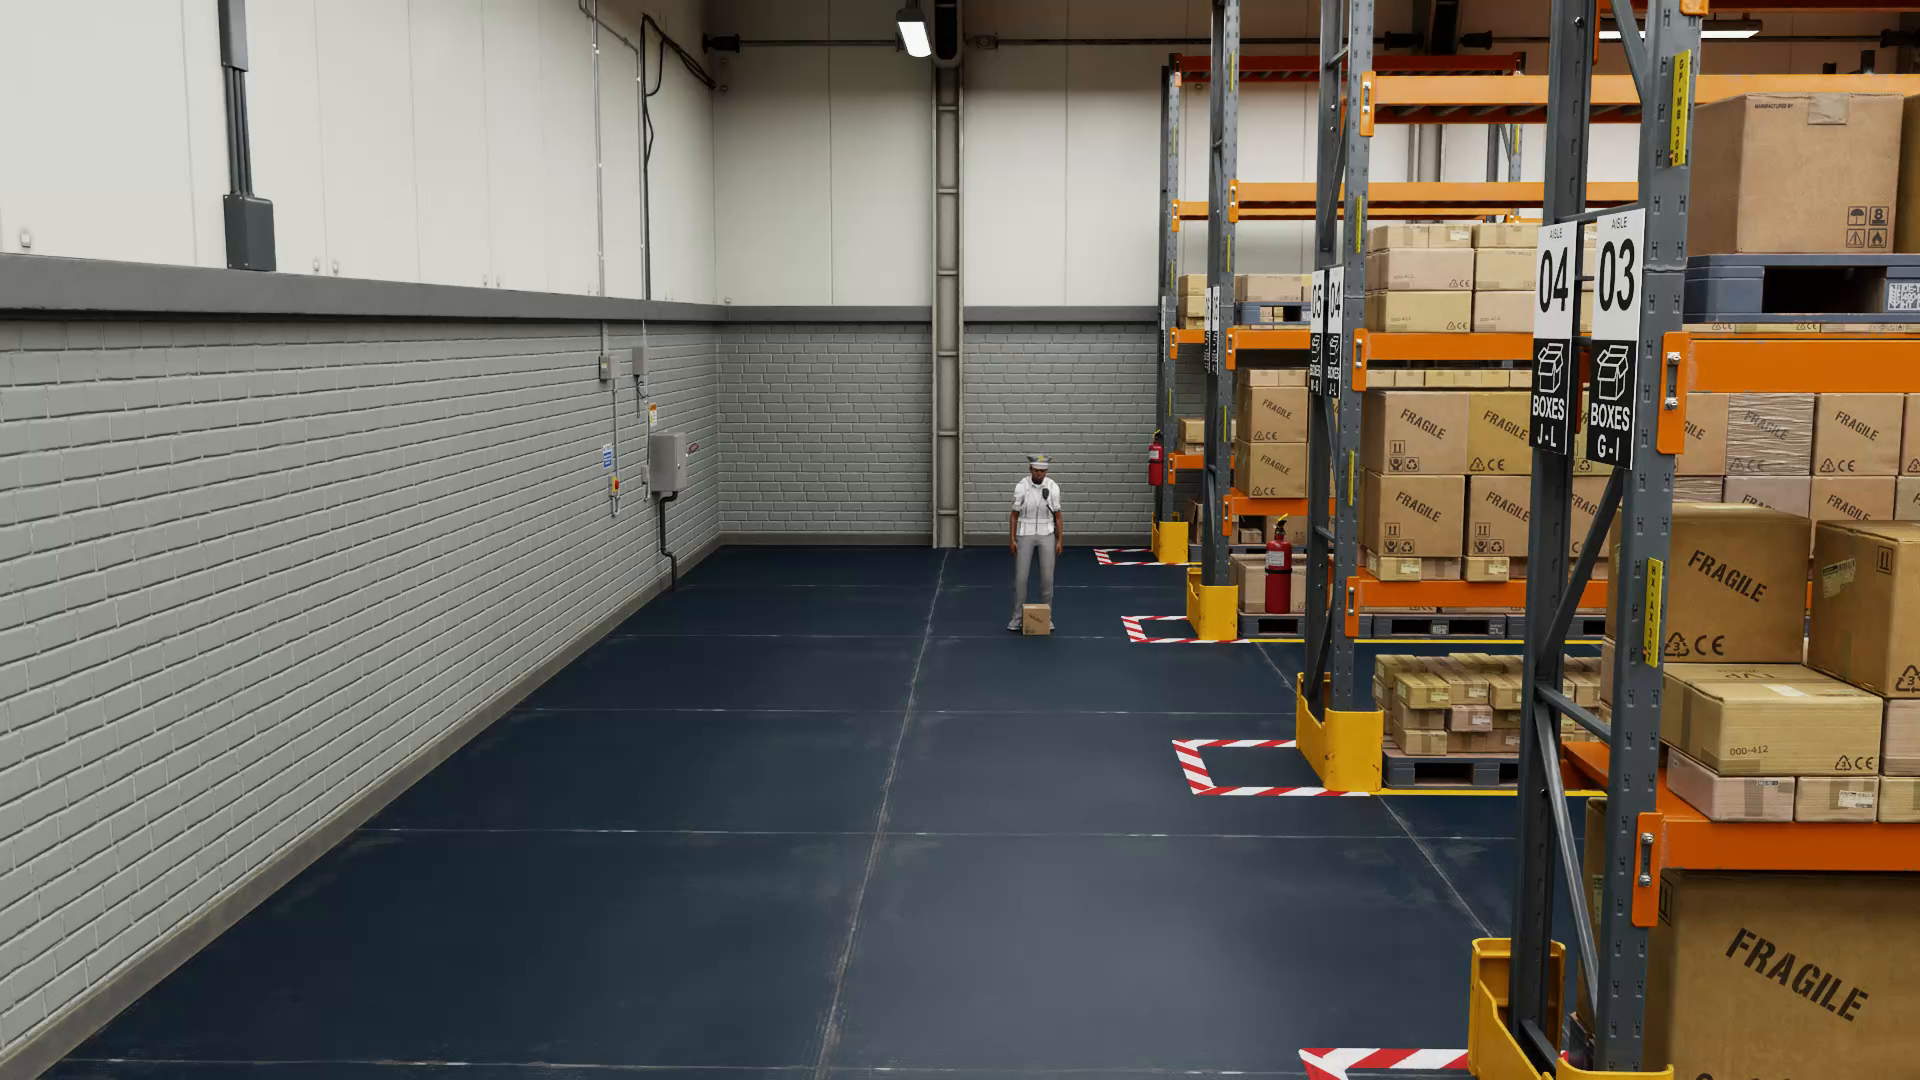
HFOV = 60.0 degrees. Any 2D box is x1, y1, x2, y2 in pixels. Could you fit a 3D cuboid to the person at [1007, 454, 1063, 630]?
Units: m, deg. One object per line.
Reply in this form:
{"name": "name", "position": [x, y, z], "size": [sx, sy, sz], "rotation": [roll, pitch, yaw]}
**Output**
{"name": "person", "position": [0.707, 0.012, 15.675], "size": [0.525, 1.661, 0.395], "rotation": [0, 7, -1]}
